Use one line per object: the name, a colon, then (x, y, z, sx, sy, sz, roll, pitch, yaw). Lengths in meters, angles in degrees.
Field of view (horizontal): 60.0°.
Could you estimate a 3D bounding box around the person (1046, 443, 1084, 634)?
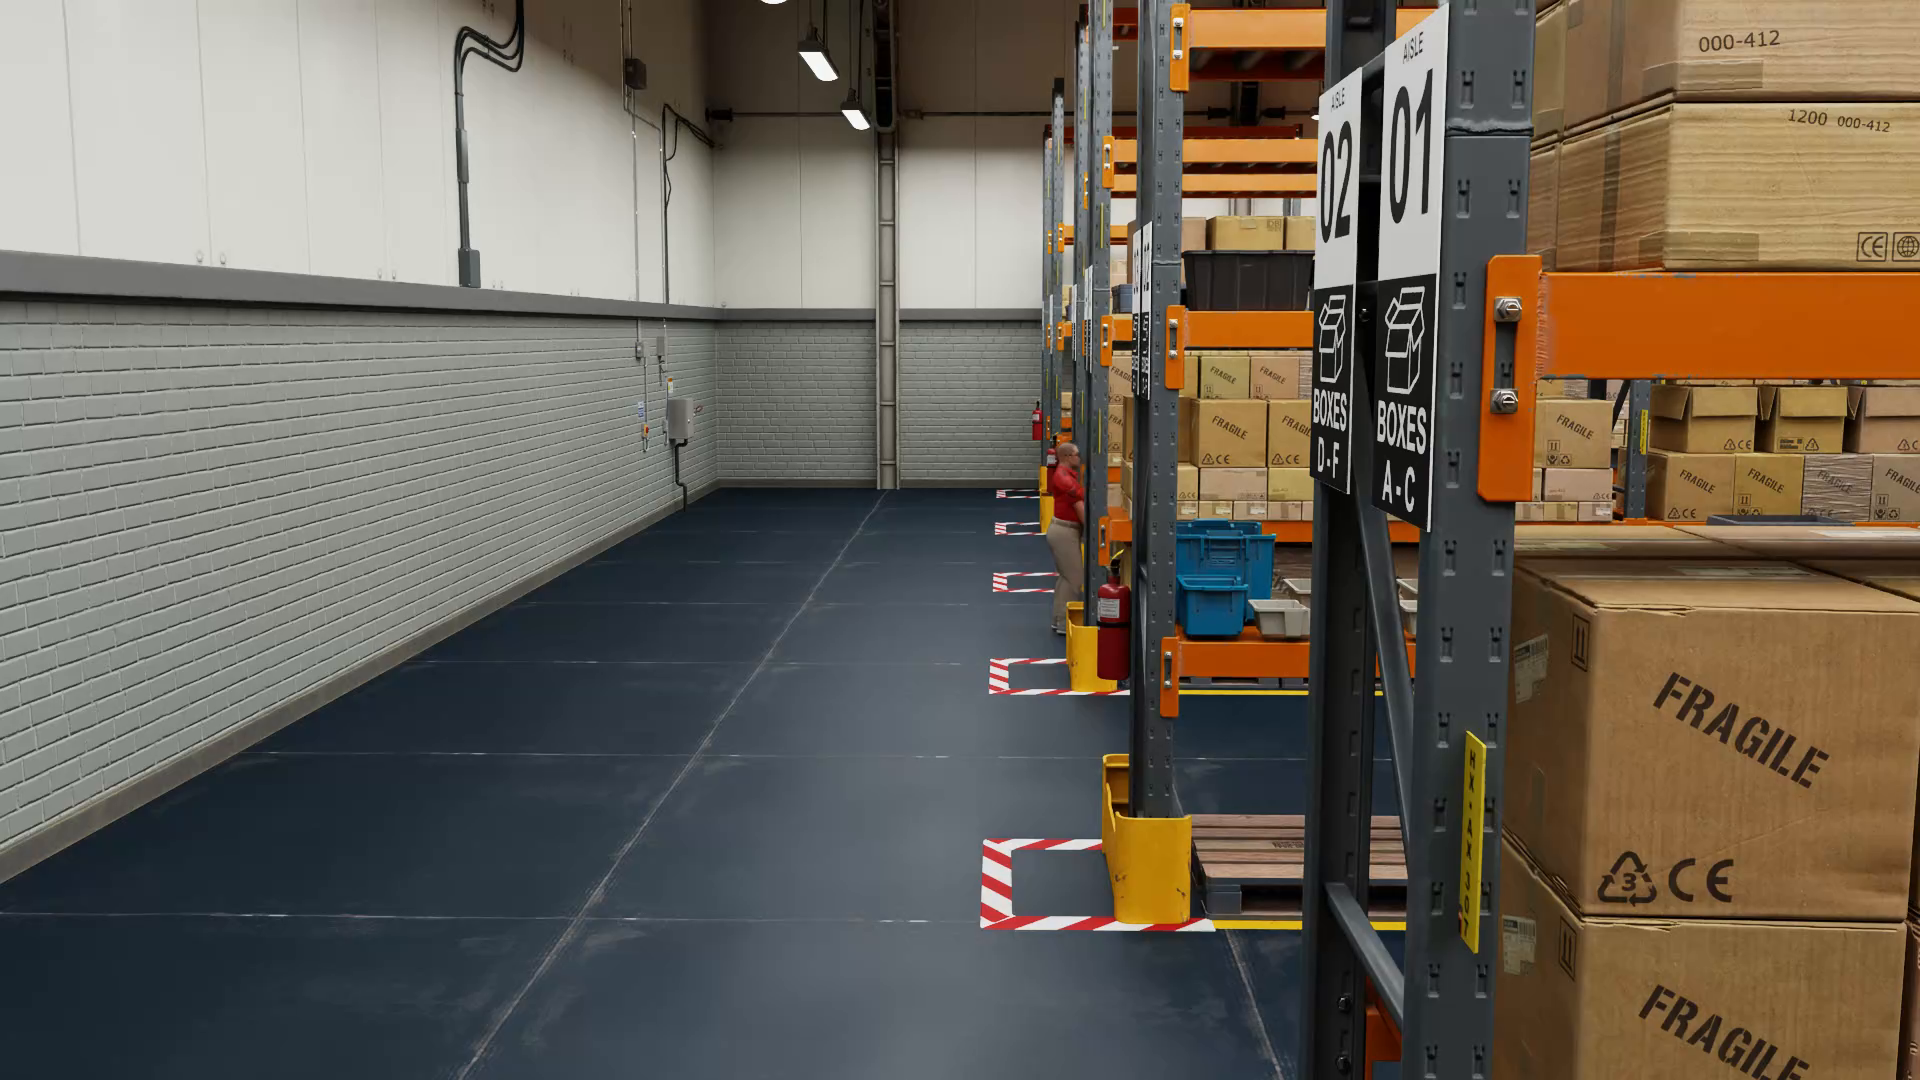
person: (1.048, -0.016, 15.003, 0.541, 1.726, 0.490, 0, 7, 0)
